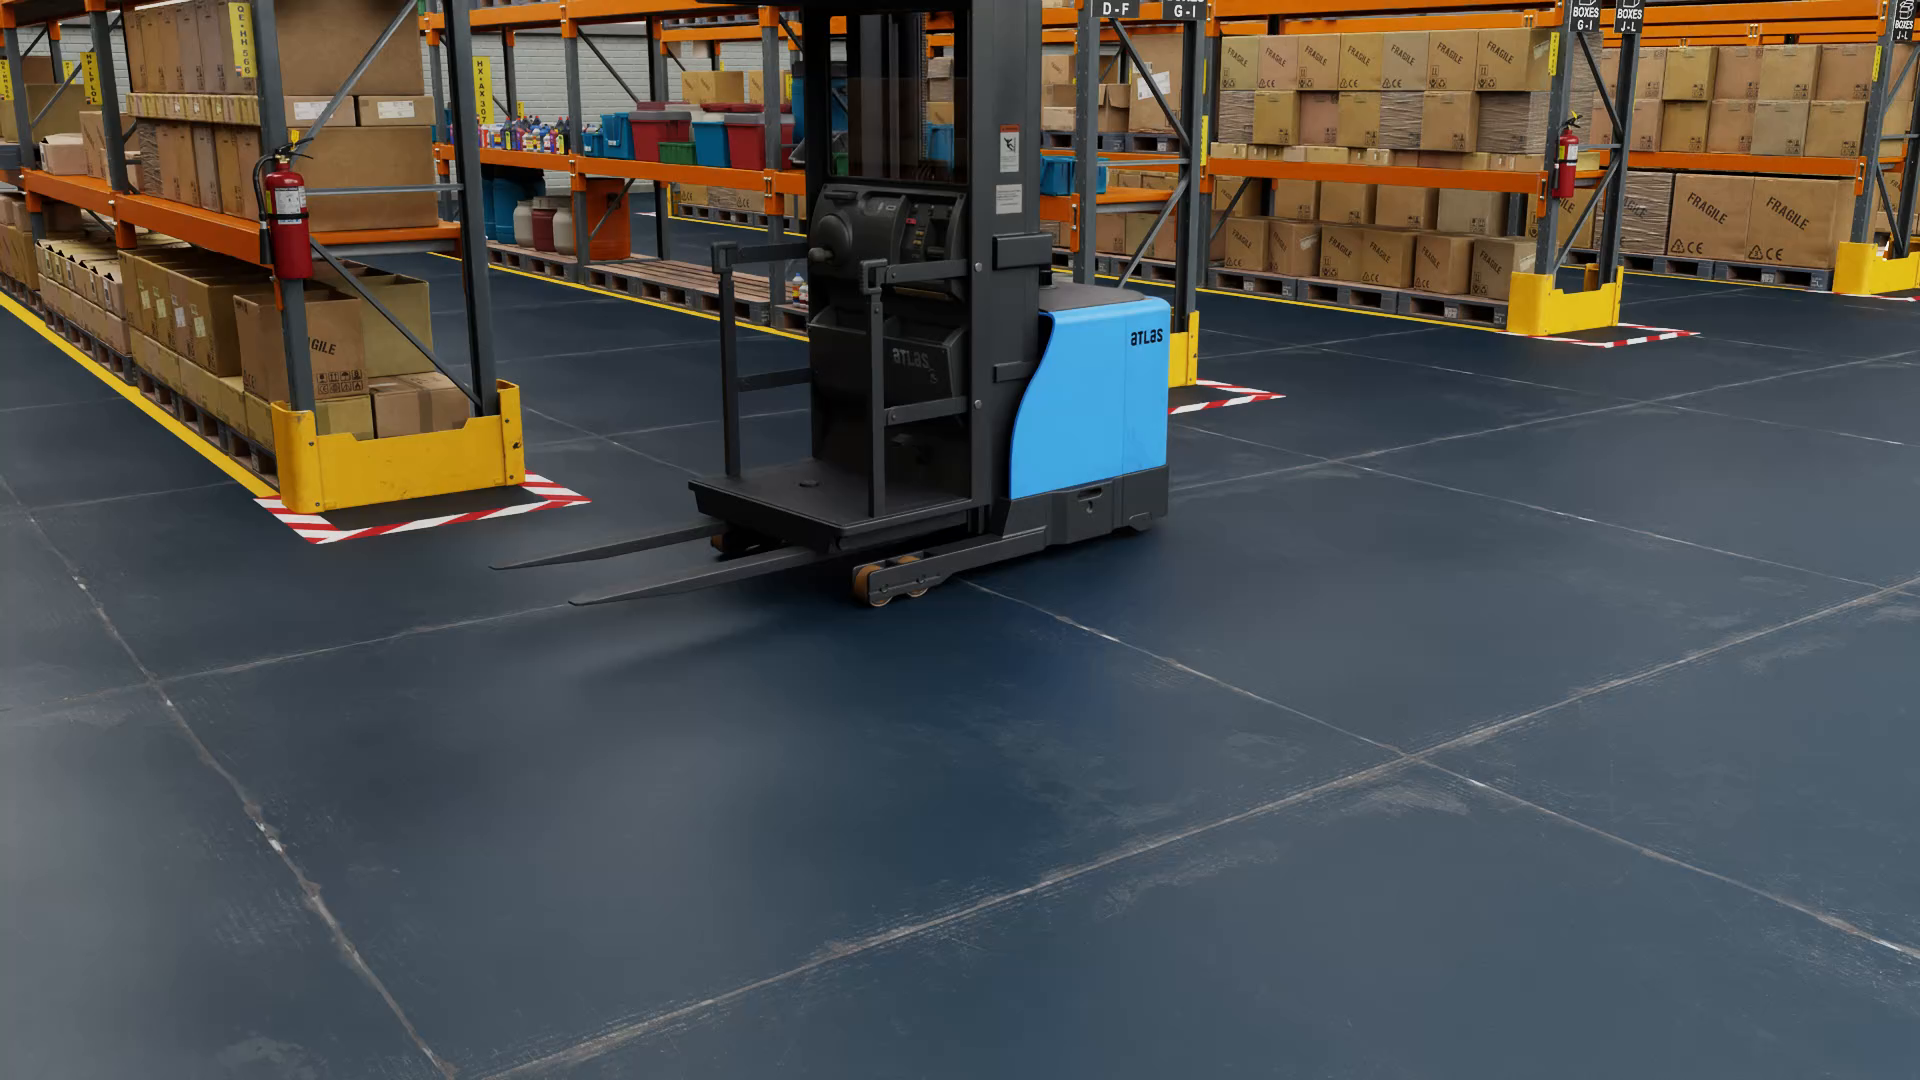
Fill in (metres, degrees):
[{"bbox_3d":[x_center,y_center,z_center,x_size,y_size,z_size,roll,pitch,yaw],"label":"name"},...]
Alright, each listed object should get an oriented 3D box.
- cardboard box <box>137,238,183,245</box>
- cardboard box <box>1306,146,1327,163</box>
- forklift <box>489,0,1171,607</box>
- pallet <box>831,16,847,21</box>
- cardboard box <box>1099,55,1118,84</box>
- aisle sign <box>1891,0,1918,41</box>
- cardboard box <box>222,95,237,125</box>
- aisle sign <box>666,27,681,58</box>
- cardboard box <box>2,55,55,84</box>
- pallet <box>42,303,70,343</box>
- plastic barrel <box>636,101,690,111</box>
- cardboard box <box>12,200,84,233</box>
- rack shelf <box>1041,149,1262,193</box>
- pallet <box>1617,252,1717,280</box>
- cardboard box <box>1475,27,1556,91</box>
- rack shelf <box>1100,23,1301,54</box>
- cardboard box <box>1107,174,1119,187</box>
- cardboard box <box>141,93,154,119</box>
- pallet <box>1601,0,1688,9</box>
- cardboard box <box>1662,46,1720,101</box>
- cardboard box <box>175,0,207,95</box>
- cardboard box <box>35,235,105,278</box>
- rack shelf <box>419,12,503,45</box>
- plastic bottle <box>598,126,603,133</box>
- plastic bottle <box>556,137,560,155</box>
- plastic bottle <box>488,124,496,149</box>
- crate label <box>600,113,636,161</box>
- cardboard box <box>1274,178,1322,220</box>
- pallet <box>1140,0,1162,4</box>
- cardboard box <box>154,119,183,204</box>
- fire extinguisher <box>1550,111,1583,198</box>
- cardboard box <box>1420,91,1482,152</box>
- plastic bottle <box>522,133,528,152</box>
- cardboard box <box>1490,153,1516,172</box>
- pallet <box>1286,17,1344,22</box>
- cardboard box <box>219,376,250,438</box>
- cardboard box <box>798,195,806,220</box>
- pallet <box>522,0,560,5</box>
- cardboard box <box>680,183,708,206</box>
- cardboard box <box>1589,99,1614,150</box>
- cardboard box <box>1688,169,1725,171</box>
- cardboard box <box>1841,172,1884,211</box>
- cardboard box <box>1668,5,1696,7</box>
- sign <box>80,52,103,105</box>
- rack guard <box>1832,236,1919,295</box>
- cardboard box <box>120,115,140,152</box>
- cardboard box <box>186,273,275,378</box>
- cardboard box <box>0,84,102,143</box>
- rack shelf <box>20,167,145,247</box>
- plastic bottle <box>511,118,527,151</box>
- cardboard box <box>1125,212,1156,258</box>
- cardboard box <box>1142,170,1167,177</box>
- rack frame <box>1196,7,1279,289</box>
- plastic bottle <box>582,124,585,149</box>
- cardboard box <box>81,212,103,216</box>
[{"bbox_3d":[-6.720,-2.370,13.905,0.500,0.311,0.500,-11,19,-35],"label":"cardboard box"},{"bbox_3d":[3.467,-3.613,15.570,0.380,0.149,0.250,-11,19,-35],"label":"cardboard box"},{"bbox_3d":[-0.463,-1.303,6.786,3.031,2.935,1.130,-13,20,-40],"label":"forklift"},{"bbox_3d":[-1.295,-6.964,22.020,0.805,0.209,1.217,-12,19,-37],"label":"pallet"},{"bbox_3d":[2.129,-7.355,26.118,0.500,0.500,0.500,-10,18,-33],"label":"cardboard box"},{"bbox_3d":[9.052,-5.176,15.881,0.394,0.787,0.004,-11,19,-35],"label":"aisle sign"},{"bbox_3d":[-3.664,-2.276,8.793,0.380,0.149,0.250,-11,19,-34],"label":"cardboard box"},{"bbox_3d":[-4.511,-7.875,25.742,0.394,0.787,0.004,-11,19,-35],"label":"aisle sign"},{"bbox_3d":[-9.939,-4.936,17.845,0.500,0.500,0.500,-10,18,-33],"label":"cardboard box"},{"bbox_3d":[-7.085,-1.880,14.046,1.003,0.211,1.213,-11,19,-35],"label":"pallet"},{"bbox_3d":[-3.011,-4.189,16.941,0.600,0.536,0.708,-11,19,-35],"label":"plastic barrel"},{"bbox_3d":[-8.314,-2.950,15.154,0.500,0.250,0.500,-10,18,-32],"label":"cardboard box"},{"bbox_3d":[1.653,-4.170,18.492,1.077,0.370,4.000,-11,19,-35],"label":"rack shelf"},{"bbox_3d":[8.006,-3.058,18.349,1.003,0.211,1.213,-11,19,-35],"label":"pallet"},{"bbox_3d":[4.658,-3.989,13.821,0.500,0.500,0.500,-11,19,-35],"label":"cardboard box"},{"bbox_3d":[3.373,-7.219,23.951,1.077,0.370,4.000,-11,19,-35],"label":"rack shelf"},{"bbox_3d":[2.417,-5.344,25.360,0.500,0.500,0.500,-10,18,-32],"label":"cardboard box"},{"bbox_3d":[-4.884,-2.718,10.407,0.380,0.149,0.250,-11,19,-36],"label":"cardboard box"},{"bbox_3d":[7.373,-6.066,18.542,1.003,0.211,1.213,-11,19,-35],"label":"pallet"},{"bbox_3d":[8.032,-4.999,17.830,0.875,0.550,0.500,-11,19,-35],"label":"cardboard box"},{"bbox_3d":[-4.035,-2.812,9.520,0.700,0.500,0.500,-11,19,-34],"label":"cardboard box"},{"bbox_3d":[-7.467,-2.397,14.001,0.500,0.311,0.500,-10,18,-33],"label":"cardboard box"},{"bbox_3d":[-7.057,-6.556,21.529,1.077,0.370,4.000,-11,19,-35],"label":"rack shelf"},{"bbox_3d":[-3.889,-4.374,18.119,0.097,0.271,0.097,0,15,0],"label":"plastic bottle"},{"bbox_3d":[-4.165,-4.127,17.349,0.097,0.201,0.097,0,15,0],"label":"plastic bottle"},{"bbox_3d":[-5.236,-4.564,18.805,0.152,0.276,0.135,-11,19,-35],"label":"plastic bottle"},{"bbox_3d":[-3.163,-3.938,16.216,0.502,0.435,0.616,-11,19,-35],"label":"crate label"},{"bbox_3d":[4.834,-4.666,22.407,1.050,0.750,0.750,-11,19,-35],"label":"cardboard box"},{"bbox_3d":[2.553,-5.594,17.008,1.213,0.211,1.003,-11,19,-35],"label":"pallet"},{"bbox_3d":[-4.605,-2.396,10.458,0.700,0.500,0.500,-11,19,-35],"label":"cardboard box"},{"bbox_3d":[4.876,-3.102,13.376,0.296,0.674,0.183,-11,19,-35],"label":"fire extinguisher"},{"bbox_3d":[4.489,-3.637,14.430,0.875,0.500,0.500,-11,19,-35],"label":"cardboard box"},{"bbox_3d":[-4.701,-4.322,18.061,0.097,0.201,0.097,0,15,0],"label":"plastic bottle"},{"bbox_3d":[4.700,-3.197,14.050,0.380,0.149,0.250,-11,19,-35],"label":"cardboard box"},{"bbox_3d":[4.970,-6.919,21.848,1.213,0.211,1.003,-10,18,-32],"label":"pallet"},{"bbox_3d":[-3.692,-0.749,9.043,0.500,0.250,0.500,-11,19,-35],"label":"cardboard box"},{"bbox_3d":[-1.482,-4.842,22.815,1.225,0.875,0.875,-11,19,-34],"label":"cardboard box"},{"bbox_3d":[-3.900,-5.709,17.430,1.003,0.211,1.213,-11,19,-35],"label":"pallet"},{"bbox_3d":[-3.785,-5.706,25.970,0.875,0.875,0.875,-11,19,-35],"label":"cardboard box"},{"bbox_3d":[7.469,-4.720,18.854,0.875,0.550,0.550,-11,19,-35],"label":"cardboard box"},{"bbox_3d":[12.862,-6.175,28.159,0.875,0.625,0.625,-10,18,-33],"label":"cardboard box"},{"bbox_3d":[11.602,-4.475,21.236,0.500,0.500,0.500,-10,18,-32],"label":"cardboard box"},{"bbox_3d":[10.091,-7.416,22.797,0.500,0.250,0.500,-11,19,-34],"label":"cardboard box"},{"bbox_3d":[-5.619,-2.987,10.764,0.100,0.325,0.005,-11,19,-35],"label":"sign"},{"bbox_3d":[9.267,-2.773,16.761,1.175,0.500,0.348,-11,19,-35],"label":"rack guard"},{"bbox_3d":[-5.934,-2.880,12.228,0.500,0.500,0.500,-9,18,-31],"label":"cardboard box"},{"bbox_3d":[-3.990,-1.216,9.331,0.500,0.500,0.500,-11,19,-35],"label":"cardboard box"},{"bbox_3d":[-7.999,-3.775,14.701,0.500,0.500,0.700,10,18,33],"label":"cardboard box"},{"bbox_3d":[-6.362,-2.633,12.877,1.077,0.370,4.000,-11,19,-35],"label":"rack shelf"},{"bbox_3d":[-4.844,-4.456,18.268,0.144,0.351,0.185,-11,19,-35],"label":"plastic bottle"},{"bbox_3d":[2.221,-3.336,17.983,0.700,0.500,0.500,-11,19,-35],"label":"cardboard box"},{"bbox_3d":[3.029,-5.483,24.447,0.500,0.250,0.500,-10,18,-32],"label":"cardboard box"},{"bbox_3d":[2.829,-4.090,16.837,1.000,3.000,0.127,-11,19,-35],"label":"rack frame"},{"bbox_3d":[-4.247,-4.531,18.694,0.097,0.271,0.097,0,15,0],"label":"plastic bottle"},{"bbox_3d":[-9.084,-3.100,17.122,0.500,0.500,0.500,-11,19,-34],"label":"cardboard box"}]
